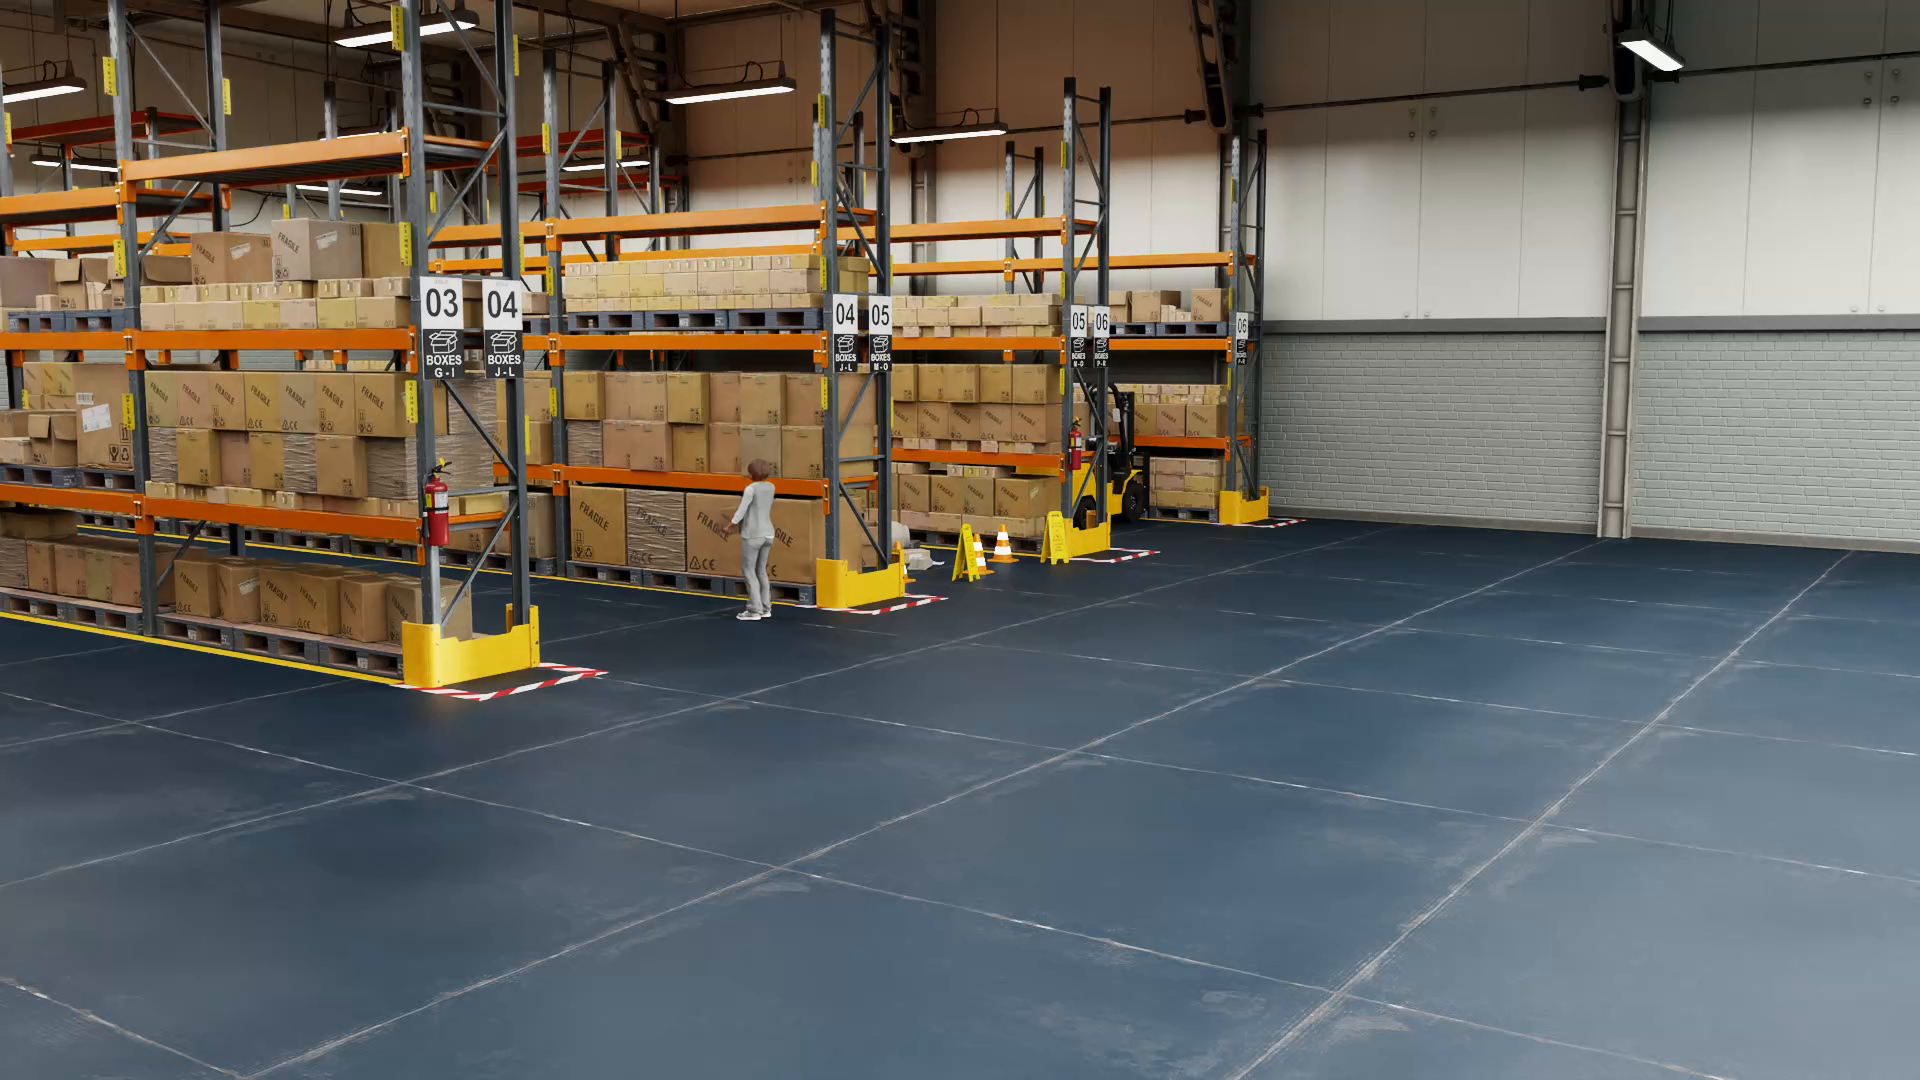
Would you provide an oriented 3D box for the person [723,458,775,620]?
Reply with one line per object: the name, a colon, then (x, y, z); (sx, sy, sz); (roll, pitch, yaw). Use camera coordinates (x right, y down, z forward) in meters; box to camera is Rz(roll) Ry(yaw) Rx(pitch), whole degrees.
person: (-2.062, -0.015, 16.357); (0.496, 1.591, 0.404); (5, 8, 35)
